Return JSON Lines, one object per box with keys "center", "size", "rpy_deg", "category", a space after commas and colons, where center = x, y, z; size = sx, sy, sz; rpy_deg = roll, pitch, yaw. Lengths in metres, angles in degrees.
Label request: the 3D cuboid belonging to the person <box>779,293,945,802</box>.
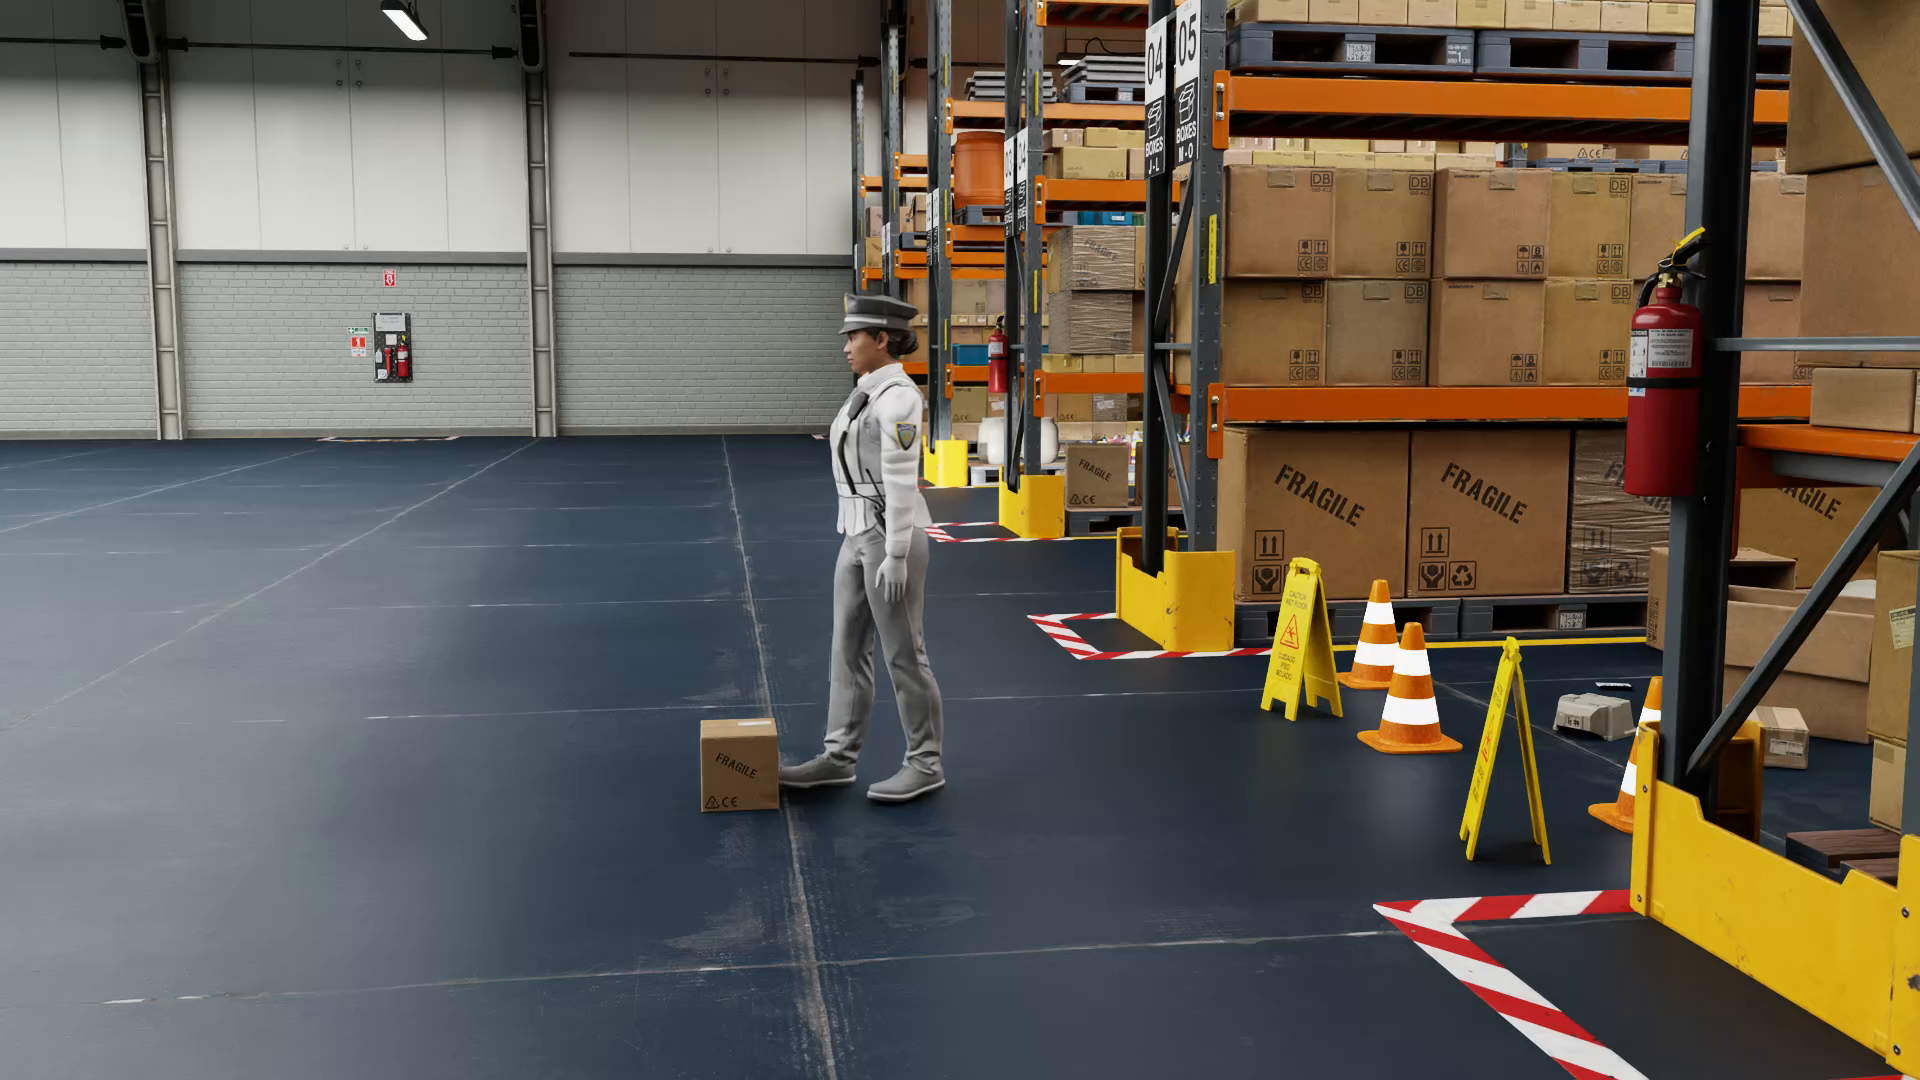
{"center": [-0.324, 0.026, 5.487], "size": [0.546, 1.666, 0.510], "rpy_deg": [-2, 7, -18], "category": "person"}
